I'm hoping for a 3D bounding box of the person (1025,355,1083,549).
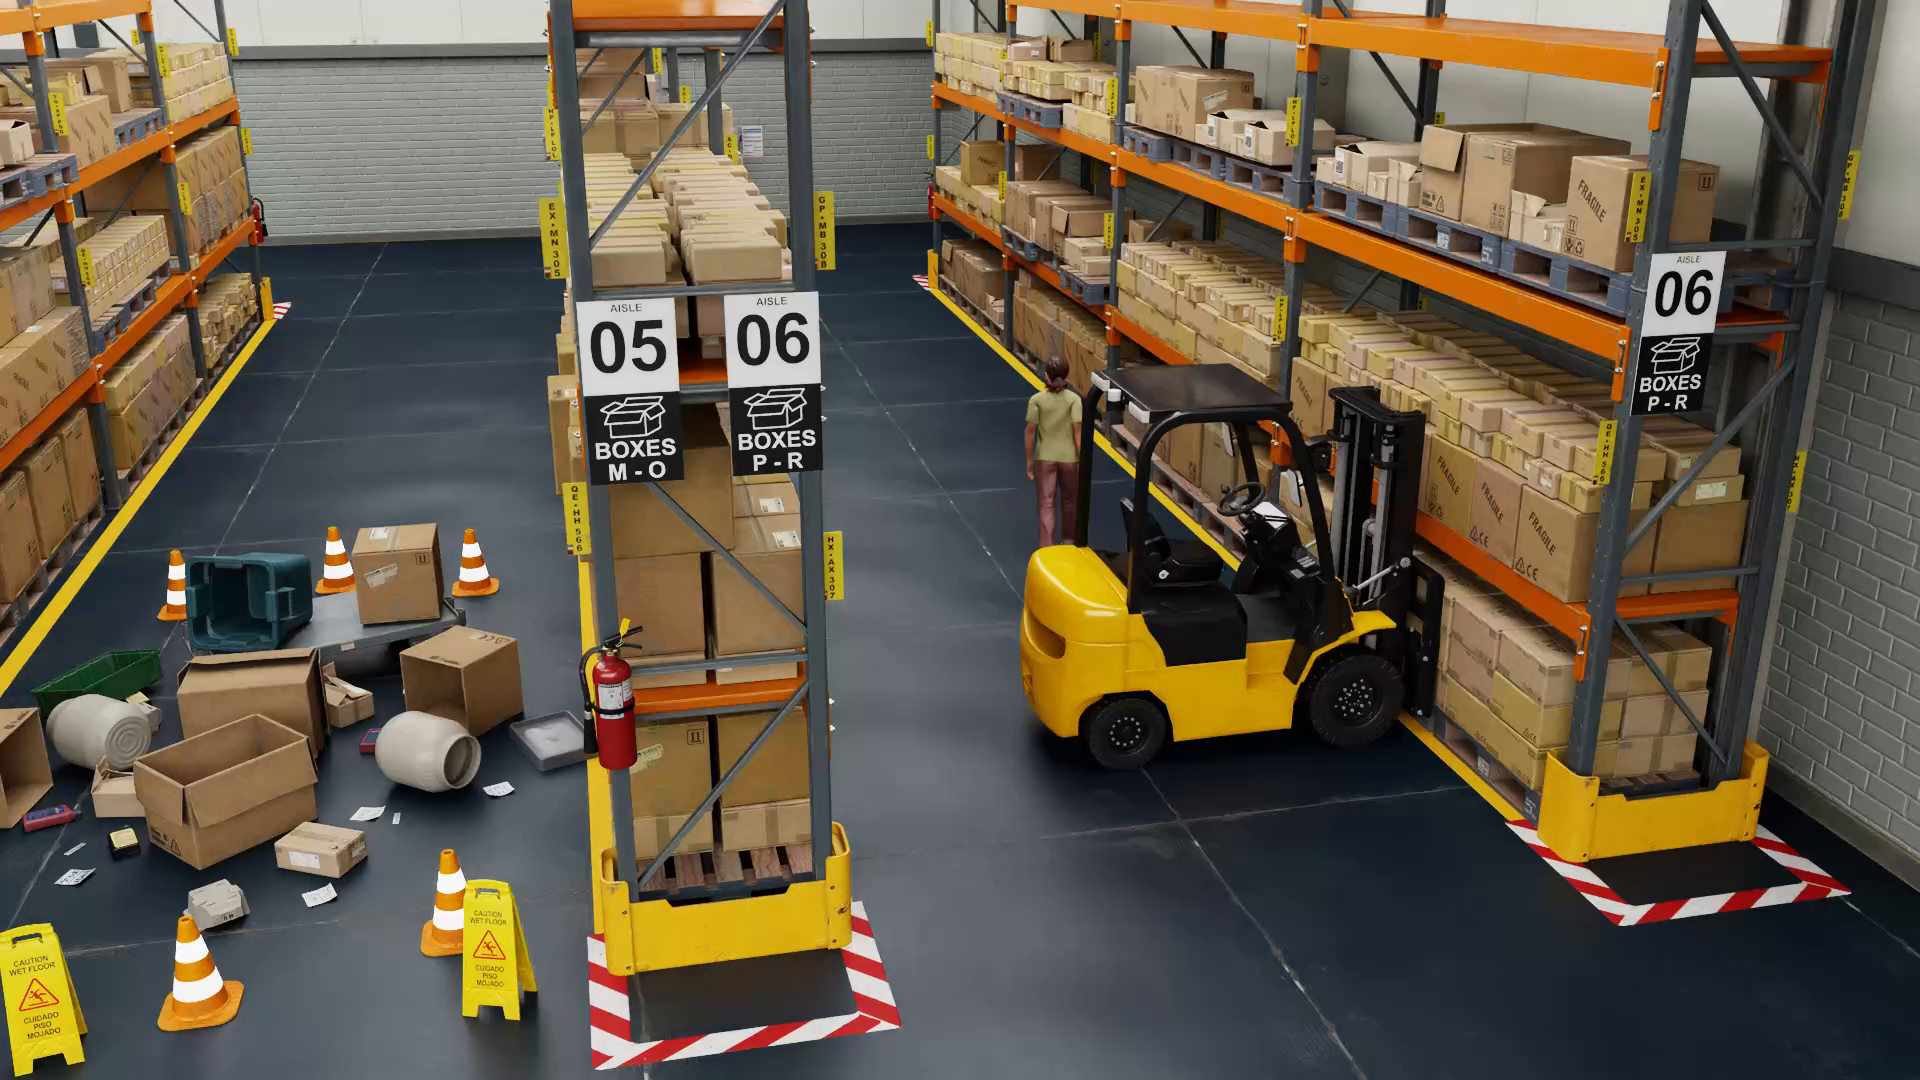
[{"bbox_3d":[0.741,-0.634,12.870,0.480,1.599,1.042,1,20,3],"label":"person"}]
